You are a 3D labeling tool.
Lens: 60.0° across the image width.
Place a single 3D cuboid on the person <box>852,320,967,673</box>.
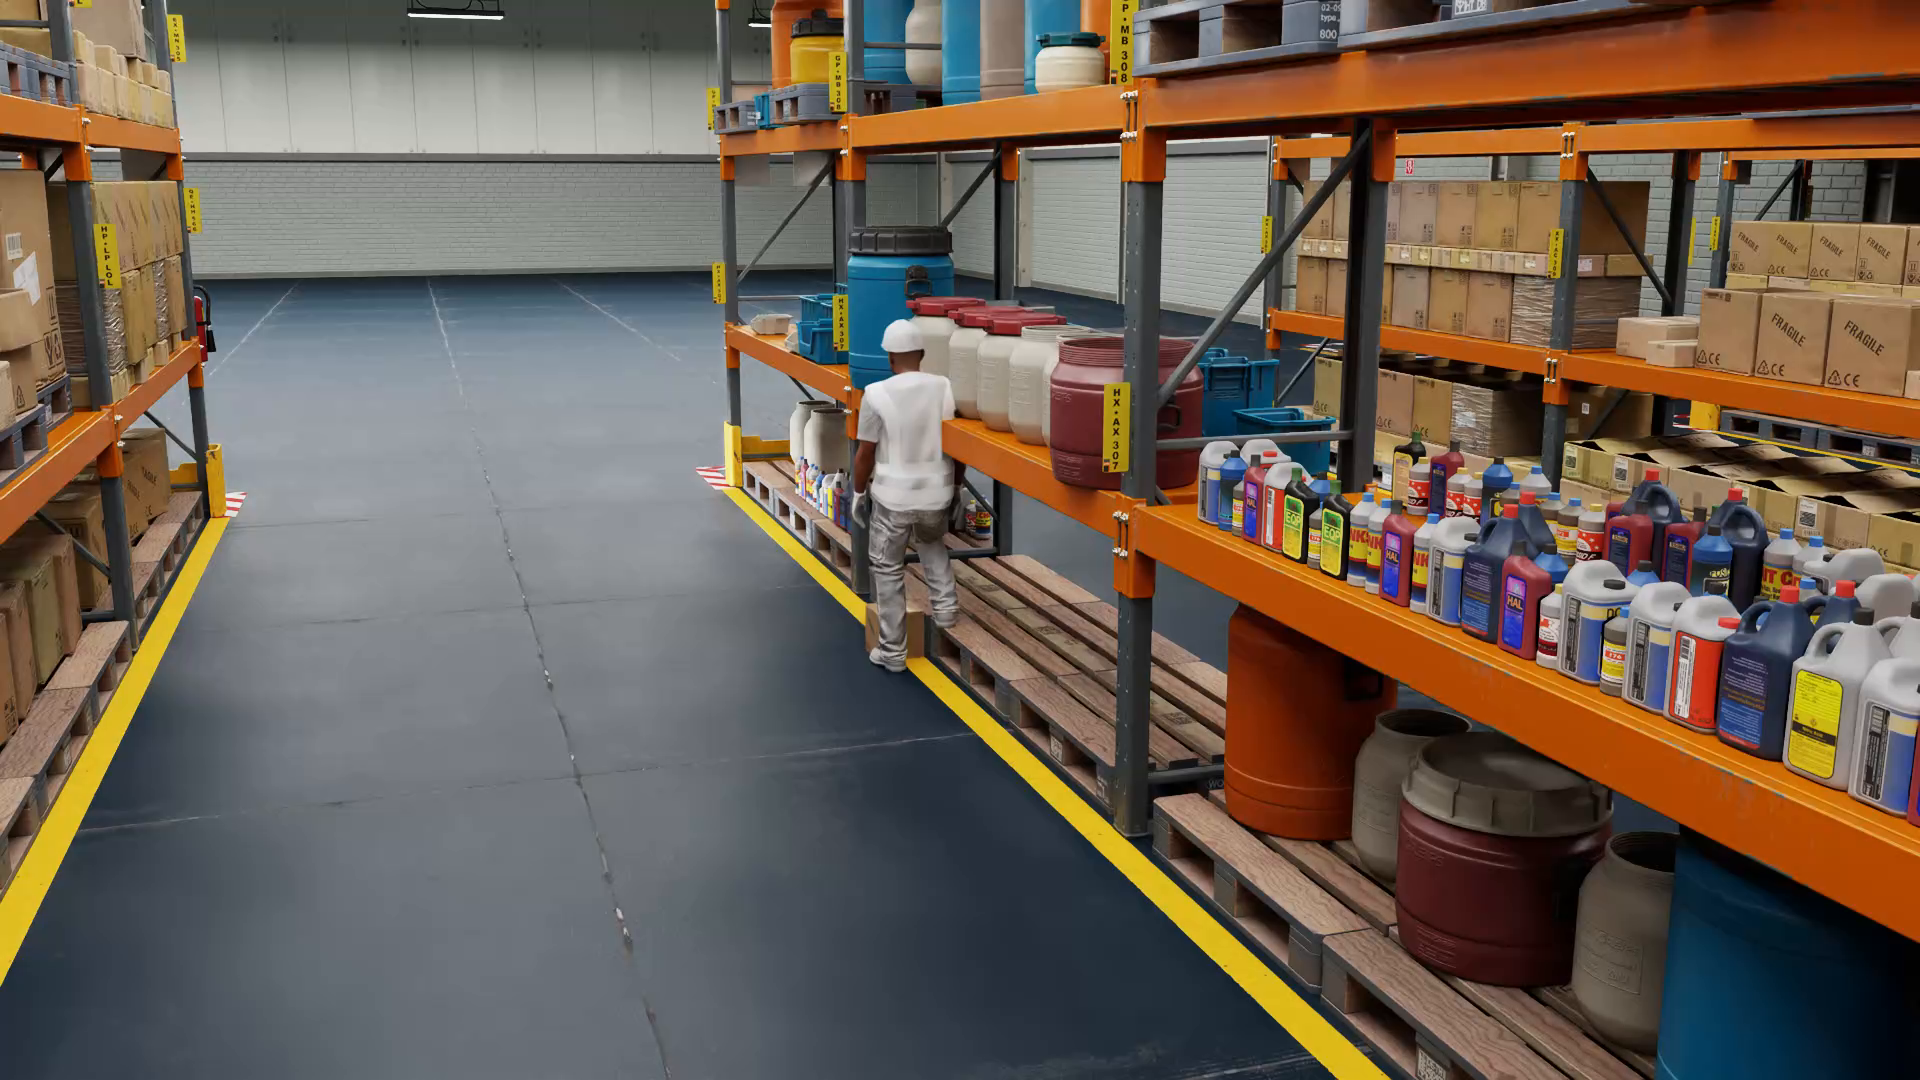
[{"bbox_3d":[-0.267,-0.229,8.476,0.606,1.782,0.524,-5,13,-20],"label":"person"}]
